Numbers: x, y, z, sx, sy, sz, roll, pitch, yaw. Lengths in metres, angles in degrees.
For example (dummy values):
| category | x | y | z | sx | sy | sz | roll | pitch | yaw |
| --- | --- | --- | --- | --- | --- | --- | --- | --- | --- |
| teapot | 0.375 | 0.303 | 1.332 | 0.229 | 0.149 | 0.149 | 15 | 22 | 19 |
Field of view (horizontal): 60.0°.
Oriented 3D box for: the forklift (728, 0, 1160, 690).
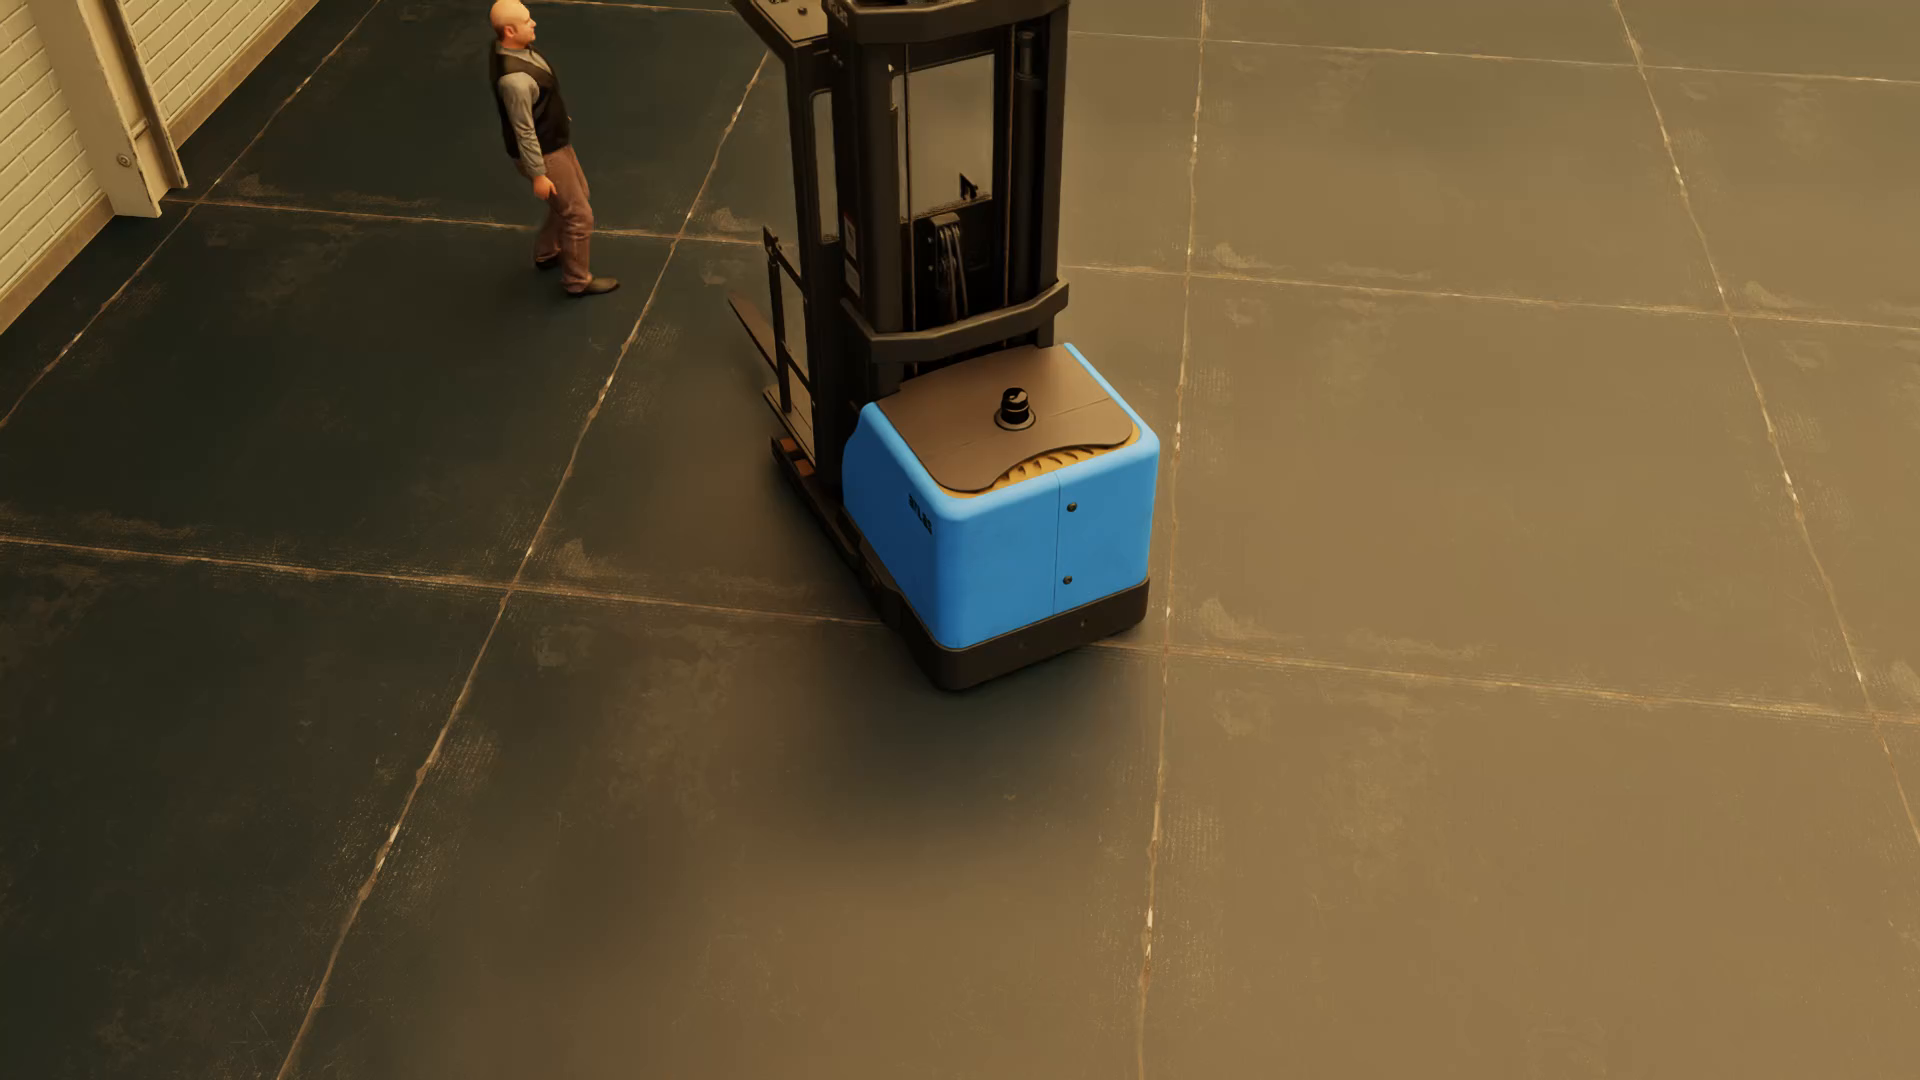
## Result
| category | x | y | z | sx | sy | sz | roll | pitch | yaw |
| --- | --- | --- | --- | --- | --- | --- | --- | --- | --- |
| forklift | -0.278 | -1.437 | 7.289 | 1.130 | 2.935 | 3.031 | -19 | 46 | -19 |

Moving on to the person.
| category | x | y | z | sx | sy | sz | roll | pitch | yaw |
| --- | --- | --- | --- | --- | --- | --- | --- | --- | --- |
| person | -2.203 | -2.120 | 8.981 | 0.495 | 1.694 | 0.689 | -7 | 43 | -8 |
